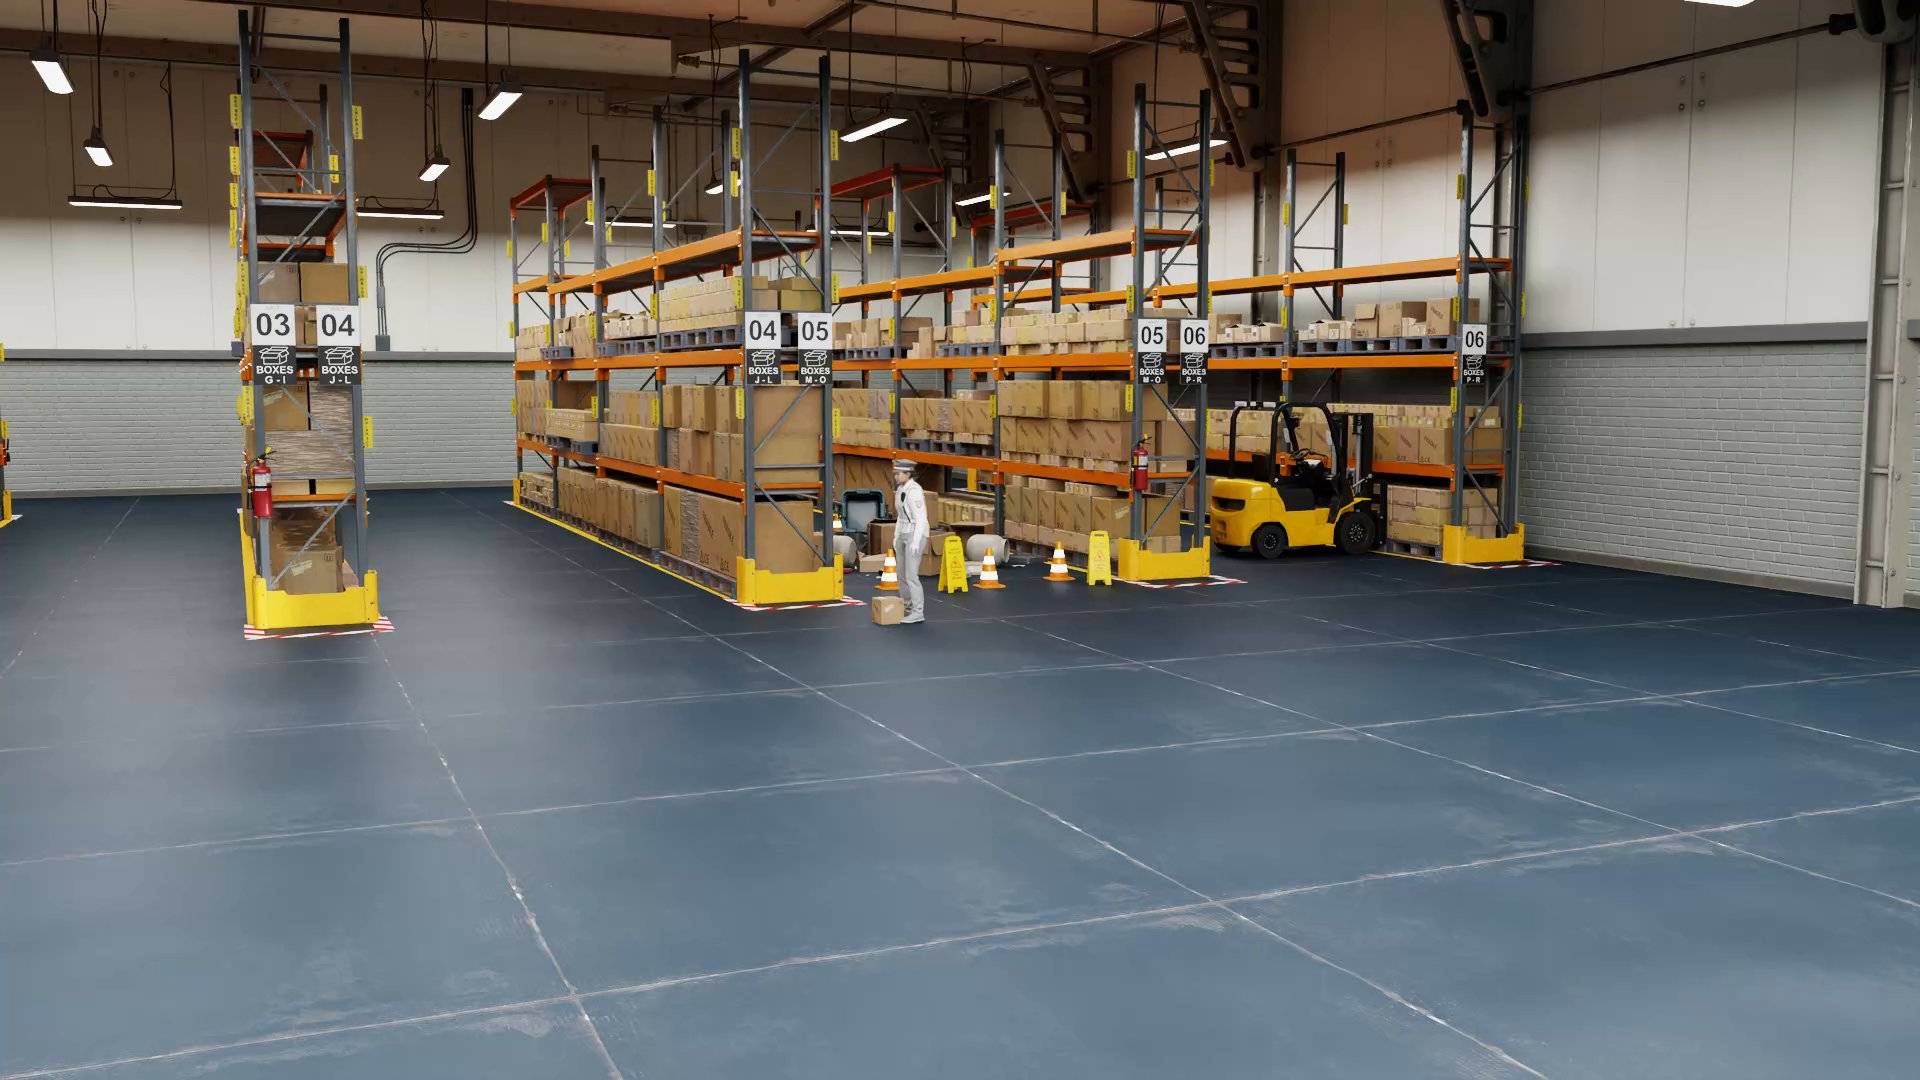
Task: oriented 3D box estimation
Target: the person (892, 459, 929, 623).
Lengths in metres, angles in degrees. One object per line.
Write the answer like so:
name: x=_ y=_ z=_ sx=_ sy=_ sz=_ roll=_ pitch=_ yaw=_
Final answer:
person: x=-0.520 y=0.004 z=16.949 sx=0.377 sy=1.662 sz=0.538 roll=-3 pitch=6 yaw=-25
